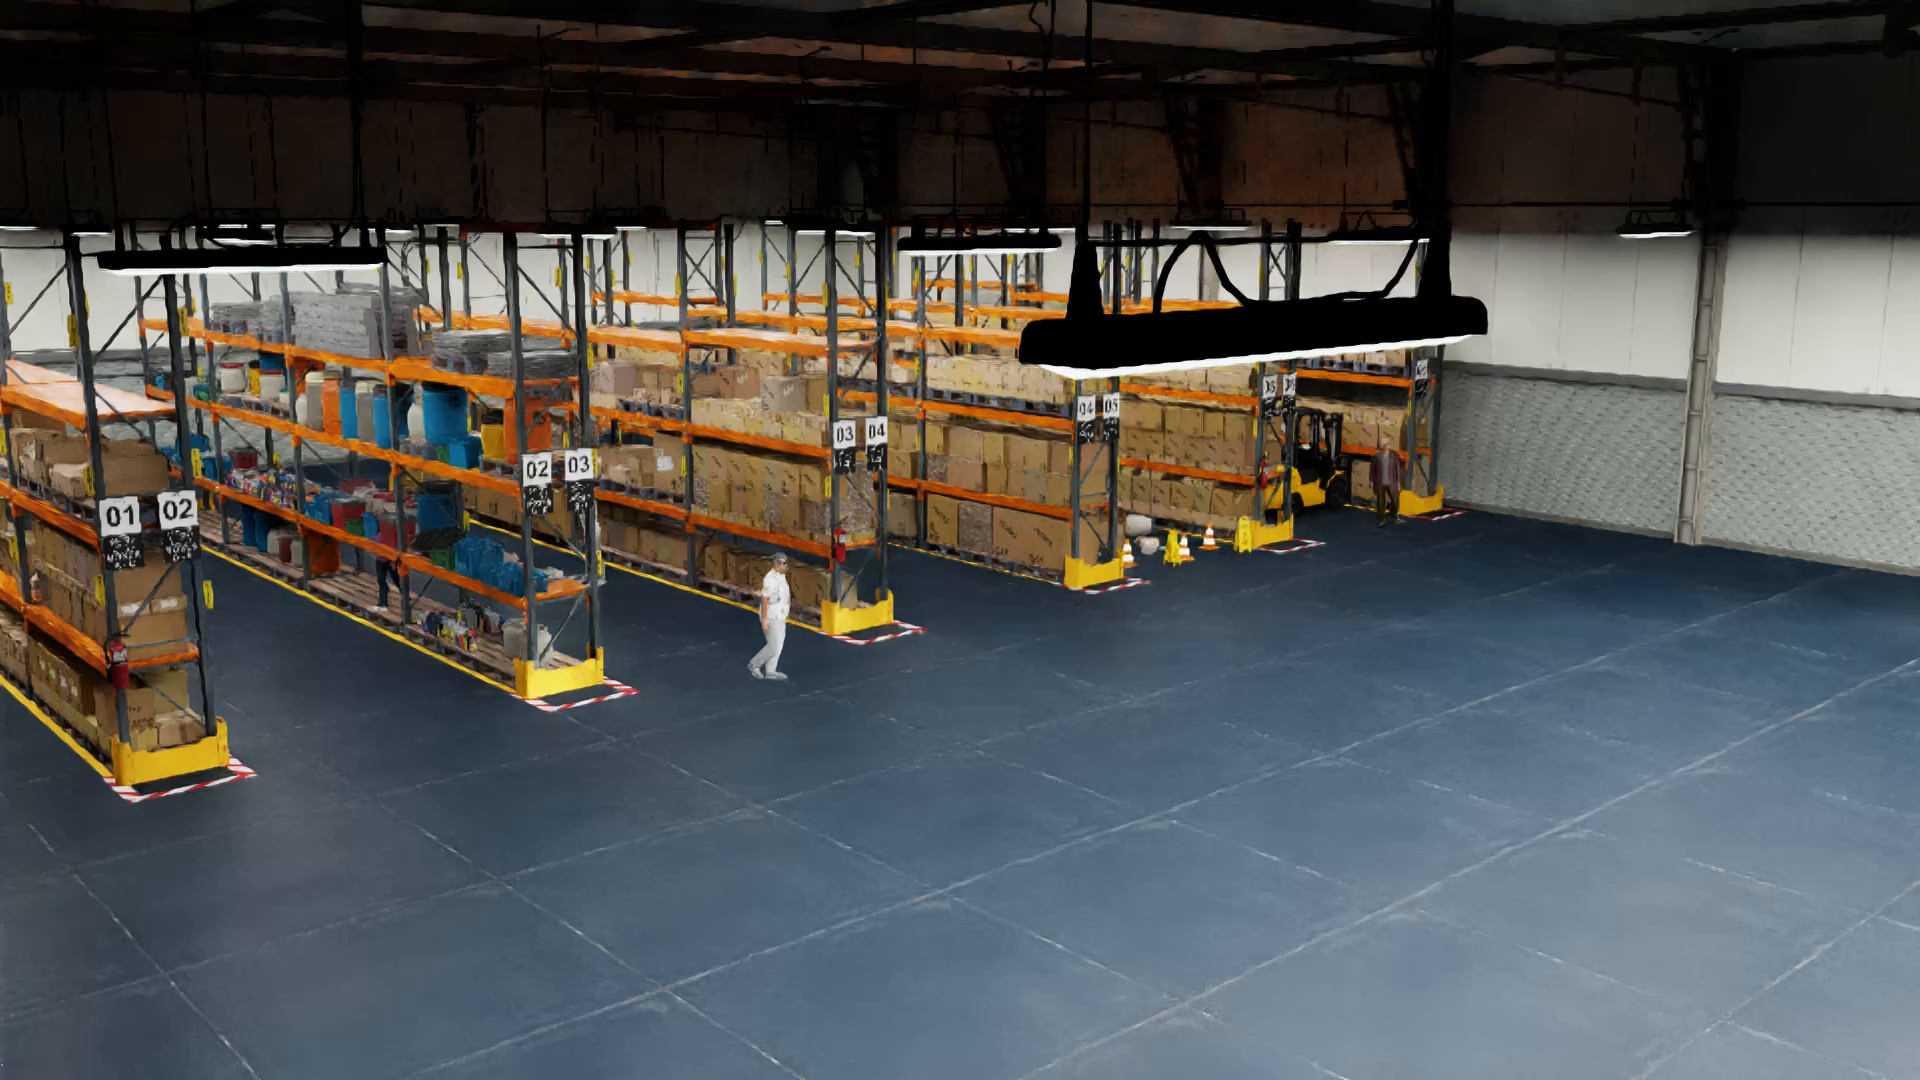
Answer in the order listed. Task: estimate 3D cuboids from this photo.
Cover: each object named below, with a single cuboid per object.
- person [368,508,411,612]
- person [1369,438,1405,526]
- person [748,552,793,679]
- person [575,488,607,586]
[{"bbox_3d":[-8.701,0.295,25.275,0.578,1.586,0.562,8,14,35],"label":"person"},{"bbox_3d":[8.499,-1.153,33.038,0.748,1.771,0.533,3,12,14],"label":"person"},{"bbox_3d":[-2.571,1.024,22.392,0.560,1.752,0.598,2,12,12],"label":"person"},{"bbox_3d":[-6.253,-0.088,28.018,0.544,1.667,0.573,-2,12,-9],"label":"person"}]
